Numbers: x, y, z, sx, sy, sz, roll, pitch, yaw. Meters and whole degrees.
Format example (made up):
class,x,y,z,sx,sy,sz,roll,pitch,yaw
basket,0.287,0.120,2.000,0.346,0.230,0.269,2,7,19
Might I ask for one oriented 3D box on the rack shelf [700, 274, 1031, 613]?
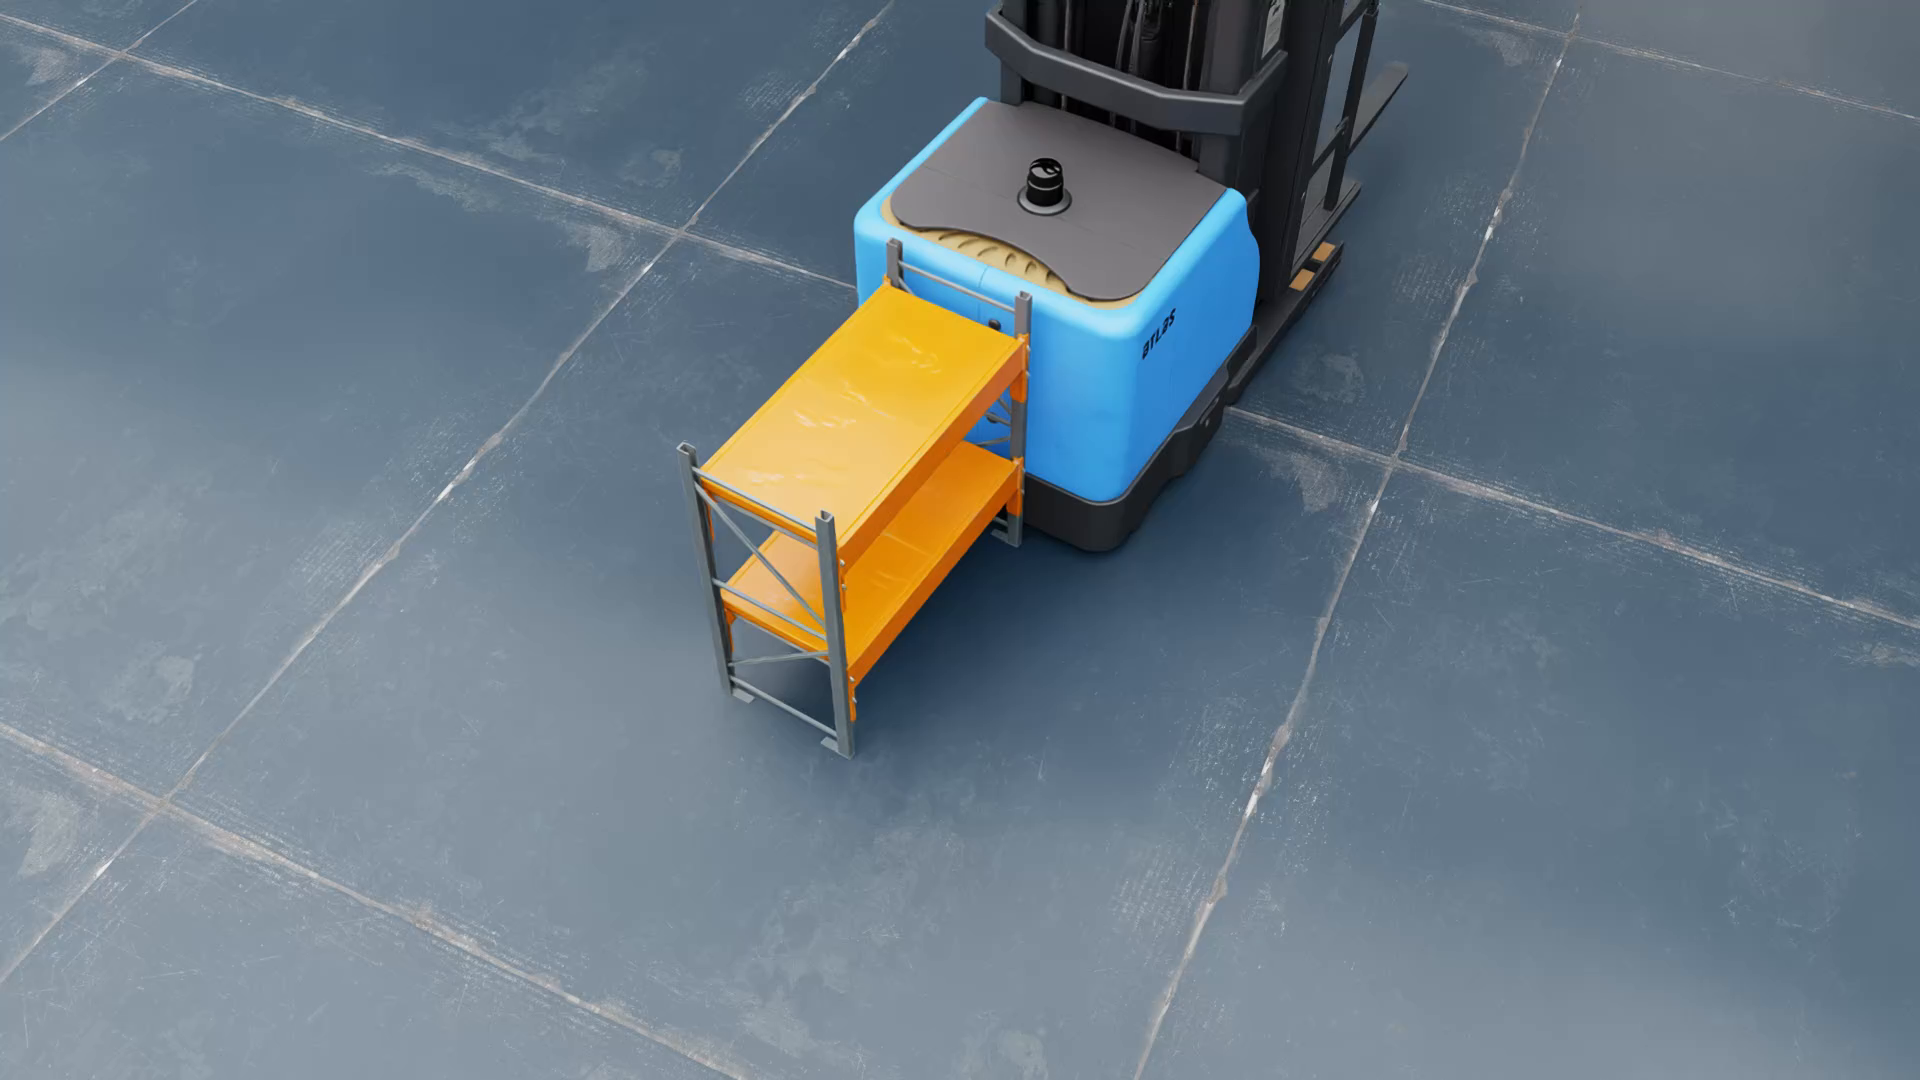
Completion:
class,x,y,z,sx,sy,sz,roll,pitch,yaw
rack shelf,-0.276,-0.309,4.890,0.538,0.278,1.000,26,54,20

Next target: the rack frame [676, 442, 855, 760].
class,x,y,z,sx,sy,sz,roll,pitch,yaw
rack frame,-0.546,0.208,4.834,0.500,1.125,0.032,26,54,20

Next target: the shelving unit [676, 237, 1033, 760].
class,x,y,z,sx,sy,sz,roll,pitch,yaw
shelving unit,-0.276,-0.120,5.113,0.538,1.125,1.048,26,54,20

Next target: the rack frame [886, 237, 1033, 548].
class,x,y,z,sx,sy,sz,roll,pitch,yaw
rack frame,-0.006,-0.448,5.392,0.500,1.125,0.032,26,54,20

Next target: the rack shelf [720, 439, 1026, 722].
class,x,y,z,sx,sy,sz,roll,pitch,yaw
rack shelf,-0.276,0.039,5.299,0.538,0.278,1.000,26,54,20

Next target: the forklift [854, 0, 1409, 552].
class,x,y,z,sx,sy,sz,roll,pitch,yaw
forklift,0.858,-2.021,5.545,1.130,2.935,3.031,26,54,20
